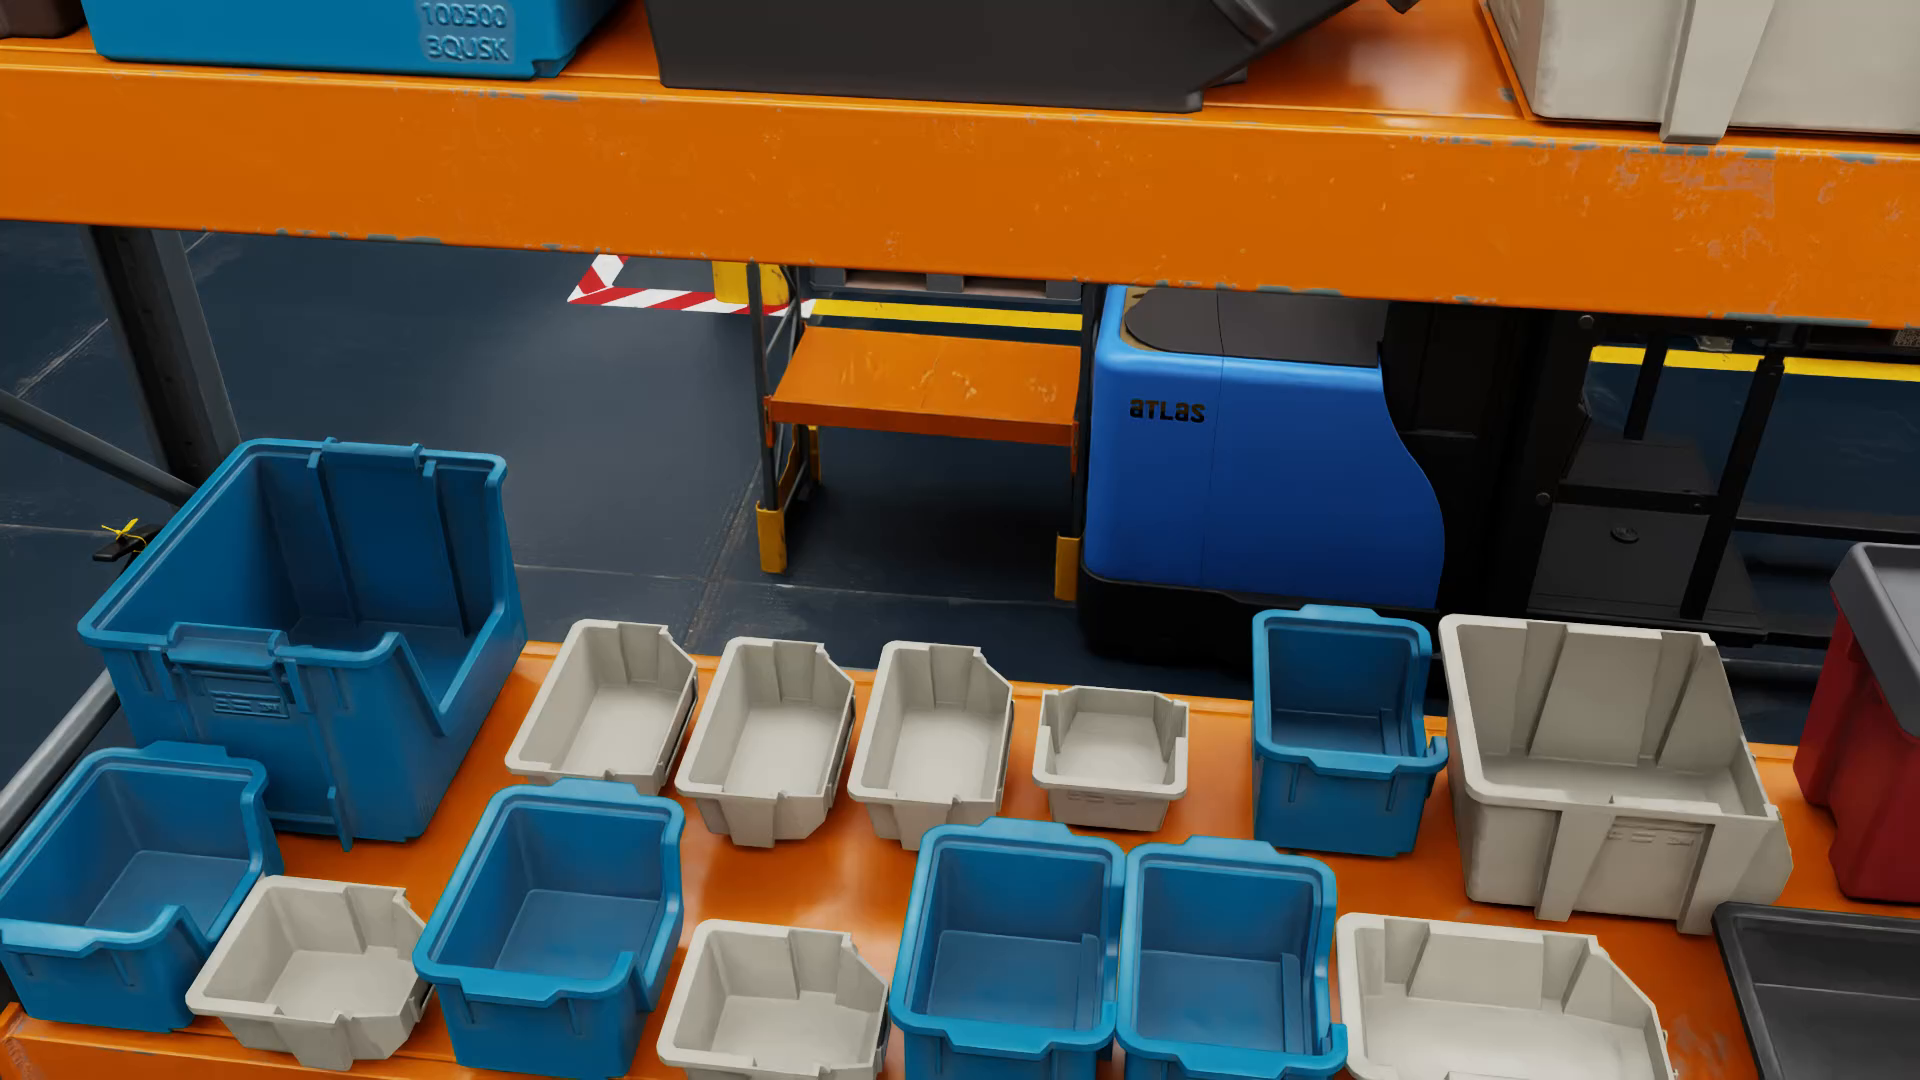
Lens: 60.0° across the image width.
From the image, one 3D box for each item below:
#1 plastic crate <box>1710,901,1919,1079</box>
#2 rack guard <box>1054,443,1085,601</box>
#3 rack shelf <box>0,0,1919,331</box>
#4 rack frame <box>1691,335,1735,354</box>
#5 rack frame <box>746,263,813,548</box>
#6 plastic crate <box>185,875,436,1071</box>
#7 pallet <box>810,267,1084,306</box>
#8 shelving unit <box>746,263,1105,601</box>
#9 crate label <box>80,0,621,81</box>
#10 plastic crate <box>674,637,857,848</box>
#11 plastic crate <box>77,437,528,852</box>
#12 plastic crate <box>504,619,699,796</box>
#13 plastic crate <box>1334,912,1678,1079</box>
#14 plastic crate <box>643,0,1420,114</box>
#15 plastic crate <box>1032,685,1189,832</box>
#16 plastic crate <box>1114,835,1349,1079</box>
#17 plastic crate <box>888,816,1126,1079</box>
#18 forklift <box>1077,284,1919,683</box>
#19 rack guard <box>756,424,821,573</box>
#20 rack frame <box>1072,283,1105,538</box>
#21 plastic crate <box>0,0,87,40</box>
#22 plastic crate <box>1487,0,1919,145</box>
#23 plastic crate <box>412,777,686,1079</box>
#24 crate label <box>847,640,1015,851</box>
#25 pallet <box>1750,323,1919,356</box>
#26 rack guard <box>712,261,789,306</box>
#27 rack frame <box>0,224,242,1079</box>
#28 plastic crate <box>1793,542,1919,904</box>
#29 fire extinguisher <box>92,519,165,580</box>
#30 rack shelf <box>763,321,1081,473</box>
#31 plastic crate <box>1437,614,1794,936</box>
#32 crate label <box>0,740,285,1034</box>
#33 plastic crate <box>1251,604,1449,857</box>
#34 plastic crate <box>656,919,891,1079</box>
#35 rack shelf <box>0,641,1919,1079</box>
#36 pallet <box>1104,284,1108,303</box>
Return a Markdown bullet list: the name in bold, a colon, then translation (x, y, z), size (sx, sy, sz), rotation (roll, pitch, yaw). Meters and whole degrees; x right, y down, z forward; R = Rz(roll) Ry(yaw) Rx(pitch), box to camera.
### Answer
- **plastic crate**: translation (1.387, 0.737, 2.320), size (0.590, 0.125, 0.437), rotation (4, 36, 6)
- **rack guard**: translation (0.396, -0.070, 5.633), size (0.087, 0.250, 0.587), rotation (5, 36, 7)
- **rack shelf**: translation (0.548, -0.499, 1.904), size (4.000, 0.370, 1.077), rotation (4, 36, 6)
- **rack frame**: translation (3.163, -2.276, 6.357), size (0.127, 3.000, 1.000), rotation (4, 36, 6)
- **rack frame**: translation (-0.589, -0.669, 5.396), size (0.032, 1.500, 0.500), rotation (5, 36, 7)
- **plastic crate**: translation (-0.925, 0.644, 2.441), size (0.298, 0.136, 0.250), rotation (4, 36, 6)
- **pallet**: translation (-0.002, -1.423, 7.562), size (1.213, 0.211, 1.003), rotation (4, 36, 6)
- **shelving unit**: translation (-0.096, -0.624, 5.333), size (1.083, 1.500, 0.587), rotation (5, 36, 7)
- **crate label**: translation (-0.562, -0.624, 1.589), size (0.502, 0.251, 0.408), rotation (4, 36, 6)
- **plastic crate**: translation (-0.318, 0.350, 2.852), size (0.243, 0.136, 0.396), rotation (4, 36, 6)
- **plastic crate**: translation (-1.080, 0.160, 2.862), size (0.499, 0.435, 0.616), rotation (4, 36, 6)
- **plastic crate**: translation (-0.604, 0.320, 2.894), size (0.243, 0.136, 0.396), rotation (4, 36, 6)
- **plastic crate**: translation (0.766, 0.705, 2.356), size (0.466, 0.136, 0.293), rotation (4, 36, 6)
- **plastic crate**: translation (0.045, -0.643, 1.540), size (0.767, 0.338, 0.504), rotation (4, 36, 6)
- **plastic crate**: translation (0.257, 0.368, 2.828), size (0.250, 0.136, 0.298), rotation (4, 36, 6)
- **plastic crate**: translation (0.371, 0.653, 2.346), size (0.300, 0.233, 0.416), rotation (4, 36, 6)
- **plastic crate**: translation (0.073, 0.631, 2.377), size (0.300, 0.233, 0.416), rotation (4, 36, 6)
- **forklift**: translation (1.932, -0.985, 4.608), size (3.031, 2.935, 1.130), rotation (5, 36, 7)
- **rack guard**: translation (-0.588, -0.160, 5.759), size (0.087, 0.250, 0.587), rotation (5, 36, 7)
- **rack frame**: translation (0.415, -0.577, 5.268), size (0.032, 1.500, 0.500), rotation (5, 36, 7)
- **plastic crate**: translation (-1.089, -0.697, 1.675), size (0.590, 0.269, 0.497), rotation (4, 36, 6)
- **plastic crate**: translation (0.723, -0.549, 1.457), size (0.530, 0.282, 0.437), rotation (4, 36, 6)
- **plastic crate**: translation (-0.580, 0.582, 2.445), size (0.300, 0.233, 0.416), rotation (4, 36, 6)
- **crate label**: translation (-0.039, 0.357, 2.843), size (0.243, 0.136, 0.396), rotation (4, 36, 6)
- **pallet**: translation (3.938, -1.128, 7.148), size (1.213, 0.211, 1.003), rotation (4, 36, 6)
- **rack guard**: translation (-0.829, -1.557, 7.501), size (0.348, 0.500, 1.175), rotation (4, 36, 6)
- **rack frame**: translation (-1.436, 0.282, 2.773), size (0.127, 3.000, 1.000), rotation (4, 36, 6)
- **plastic crate**: translation (1.678, 0.316, 2.618), size (0.583, 0.464, 0.402), rotation (4, 36, 6)
- **fire extinguisher**: translation (-1.527, 0.192, 3.287), size (0.183, 0.674, 0.296), rotation (4, 36, 6)
- **rack shelf**: translation (-0.087, -0.477, 5.436), size (1.000, 0.185, 0.538), rotation (5, 36, 7)
- **plastic crate**: translation (1.041, 0.382, 2.683), size (0.530, 0.282, 0.437), rotation (4, 36, 6)
- **crate label**: translation (-1.233, 0.533, 2.513), size (0.303, 0.233, 0.416), rotation (4, 36, 6)
- **plastic crate**: translation (0.634, 0.329, 2.799), size (0.300, 0.233, 0.416), rotation (4, 36, 6)
- **plastic crate**: translation (-0.252, 0.694, 2.371), size (0.298, 0.136, 0.250), rotation (4, 36, 6)
- **rack shelf**: translation (0.548, 0.722, 2.775), size (4.000, 0.370, 1.077), rotation (4, 36, 6)
- **pallet**: translation (1.205, -1.331, 7.434), size (1.213, 0.211, 1.003), rotation (4, 36, 6)
